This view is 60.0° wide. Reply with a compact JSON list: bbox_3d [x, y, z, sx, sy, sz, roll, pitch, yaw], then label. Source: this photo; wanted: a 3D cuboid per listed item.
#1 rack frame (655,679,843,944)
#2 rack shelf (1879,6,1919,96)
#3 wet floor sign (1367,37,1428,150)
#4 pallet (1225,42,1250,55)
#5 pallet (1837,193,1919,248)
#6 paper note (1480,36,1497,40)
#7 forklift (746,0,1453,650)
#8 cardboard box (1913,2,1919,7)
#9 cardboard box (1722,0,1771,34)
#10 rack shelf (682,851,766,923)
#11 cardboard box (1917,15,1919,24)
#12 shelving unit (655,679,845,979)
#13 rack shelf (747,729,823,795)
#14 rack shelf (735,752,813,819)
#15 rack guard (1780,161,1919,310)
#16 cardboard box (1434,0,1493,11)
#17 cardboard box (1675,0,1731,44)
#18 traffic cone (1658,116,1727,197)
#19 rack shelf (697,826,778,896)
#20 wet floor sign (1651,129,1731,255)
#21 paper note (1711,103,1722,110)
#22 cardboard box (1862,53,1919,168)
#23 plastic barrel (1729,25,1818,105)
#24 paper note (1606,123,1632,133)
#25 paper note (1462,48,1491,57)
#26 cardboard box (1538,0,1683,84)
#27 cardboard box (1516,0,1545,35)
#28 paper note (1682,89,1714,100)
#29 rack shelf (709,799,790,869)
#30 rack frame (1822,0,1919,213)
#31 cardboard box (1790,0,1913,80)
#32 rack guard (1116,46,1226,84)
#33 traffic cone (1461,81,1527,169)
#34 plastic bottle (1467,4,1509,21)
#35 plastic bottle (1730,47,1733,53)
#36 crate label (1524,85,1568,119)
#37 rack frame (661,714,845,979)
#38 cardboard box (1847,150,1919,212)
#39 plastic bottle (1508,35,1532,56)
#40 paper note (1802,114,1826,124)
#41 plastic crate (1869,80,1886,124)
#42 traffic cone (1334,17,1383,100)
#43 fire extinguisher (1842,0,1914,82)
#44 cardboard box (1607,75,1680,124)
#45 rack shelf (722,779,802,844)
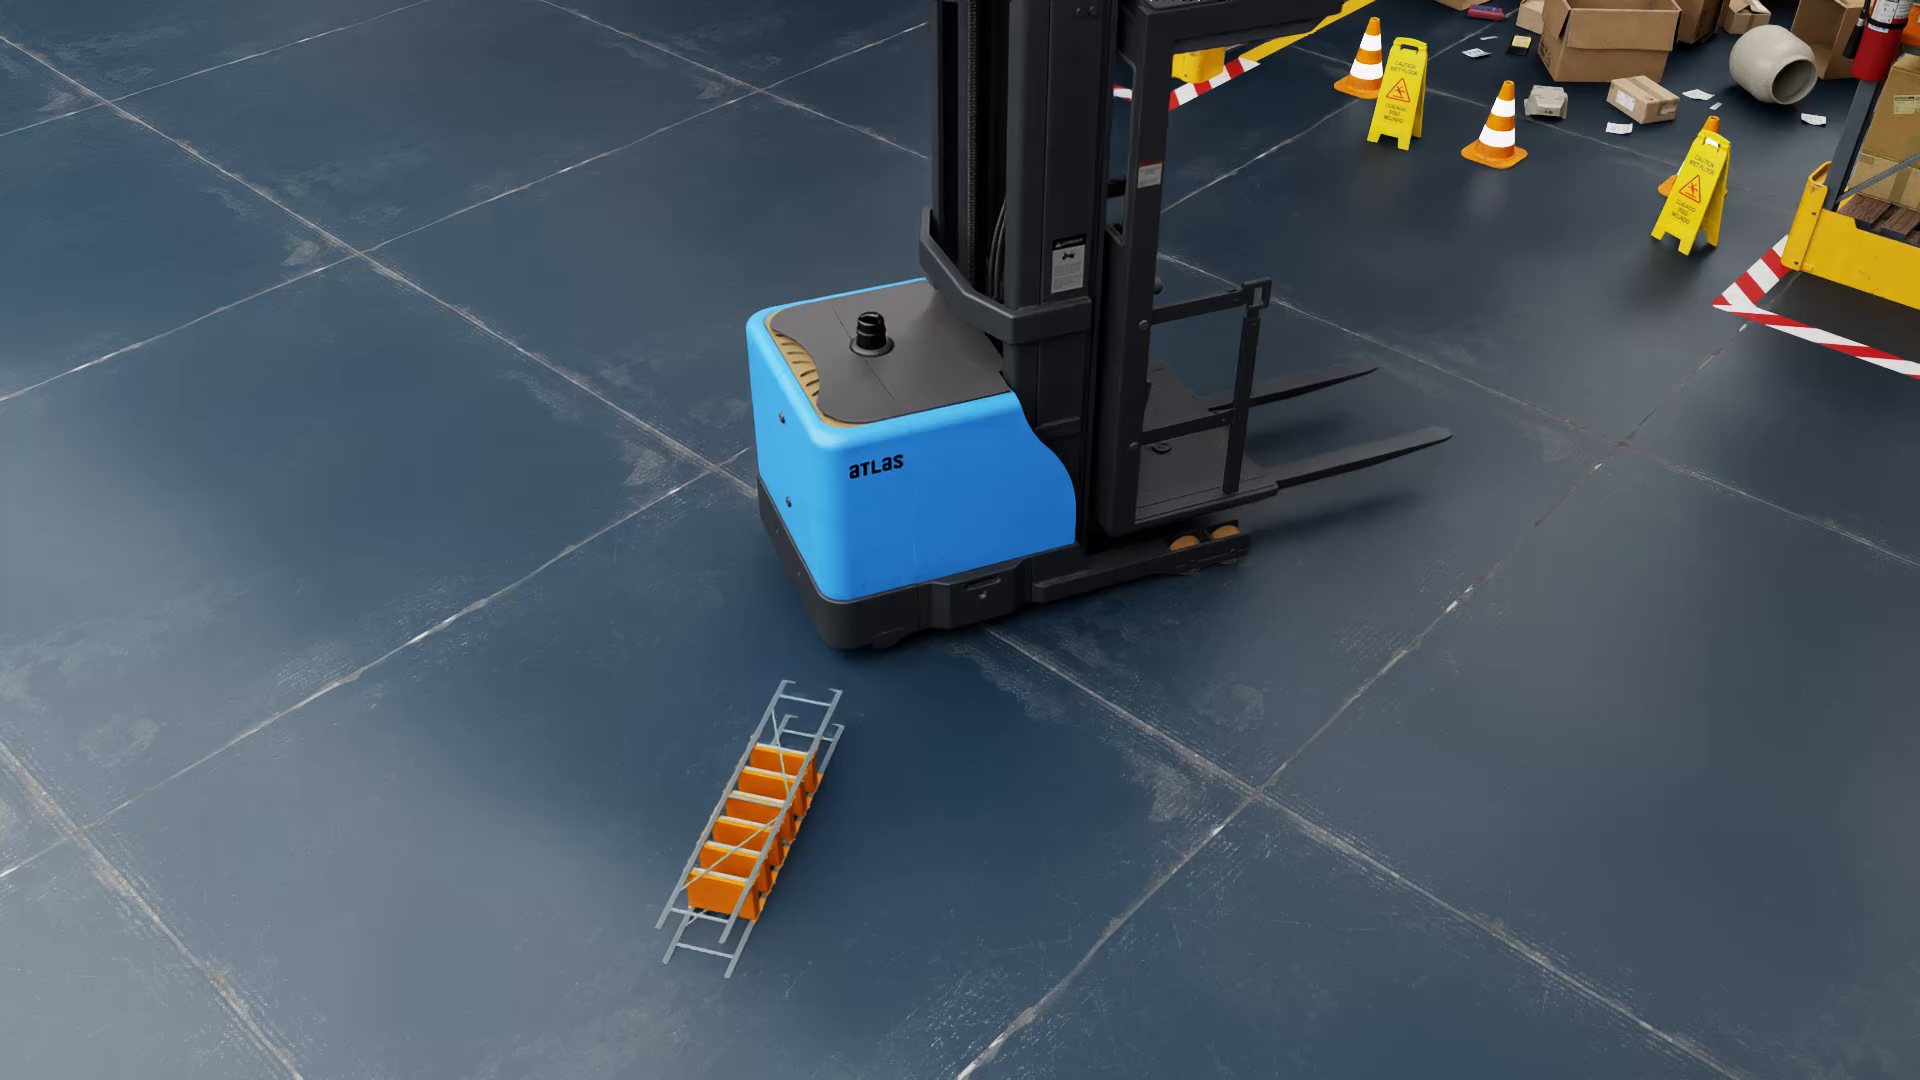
[{"bbox_3d":[-0.712,0.910,5.798,0.240,0.006,1.200,10,40,12],"label":"rack frame"},{"bbox_3d":[6.346,-3.134,9.360,1.077,0.370,4.000,30,47,32],"label":"rack shelf"},{"bbox_3d":[2.717,-2.763,10.206,0.267,0.644,0.232,22,43,25],"label":"wet floor sign"},{"bbox_3d":[1.757,-3.838,11.907,1.003,0.211,1.213,30,47,32],"label":"pallet"},{"bbox_3d":[5.622,-1.799,9.343,1.003,0.211,1.213,30,47,32],"label":"pallet"},{"bbox_3d":[3.713,-3.525,11.675,0.123,0.001,0.032,-11,40,-14],"label":"paper note"},{"bbox_3d":[0.696,-1.290,6.518,3.031,2.935,1.130,-14,41,-17],"label":"forklift"},{"bbox_3d":[5.180,-2.823,8.593,0.380,0.149,0.250,29,47,31],"label":"cardboard box"},{"bbox_3d":[5.562,-3.792,11.805,0.258,0.266,0.396,2,39,2],"label":"cardboard box"},{"bbox_3d":[-0.795,1.172,5.618,0.258,0.180,0.103,10,40,12],"label":"rack shelf"},{"bbox_3d":[5.091,-2.660,8.388,0.380,0.149,0.250,31,48,33],"label":"cardboard box"},{"bbox_3d":[-0.712,0.981,5.856,0.258,0.189,1.200,10,40,12],"label":"shelving unit"},{"bbox_3d":[-0.637,0.809,6.070,0.258,0.180,0.103,10,40,12],"label":"rack shelf"},{"bbox_3d":[-0.668,0.882,5.979,0.258,0.180,0.103,10,40,12],"label":"rack shelf"},{"bbox_3d":[5.048,-1.554,8.802,1.175,0.500,0.348,30,47,32],"label":"rack guard"},{"bbox_3d":[3.684,-4.245,12.185,0.500,0.500,0.500,-26,45,-29],"label":"cardboard box"},{"bbox_3d":[4.938,-3.876,11.611,0.797,0.637,0.503,30,47,32],"label":"cardboard box"},{"bbox_3d":[4.335,-2.243,9.700,0.336,0.463,0.334,30,47,32],"label":"traffic cone"},{"bbox_3d":[-0.763,1.099,5.709,0.258,0.180,0.103,10,40,12],"label":"rack shelf"},{"bbox_3d":[4.079,-1.938,9.168,0.232,0.644,0.267,-18,42,-21],"label":"wet floor sign"},{"bbox_3d":[4.904,-2.813,10.780,0.032,0.001,0.123,30,47,32],"label":"paper note"},{"bbox_3d":[5.345,-2.356,9.073,0.500,0.500,0.500,30,47,32],"label":"cardboard box"},{"bbox_3d":[5.273,-3.073,10.775,0.421,0.421,0.512,-5,39,-6],"label":"plastic barrel"},{"bbox_3d":[4.165,-2.605,10.502,0.148,0.019,0.142,14,41,17],"label":"paper note"},{"bbox_3d":[3.558,-3.355,11.446,0.142,0.017,0.144,-18,42,-21],"label":"paper note"},{"bbox_3d":[4.313,-3.390,11.109,0.797,0.503,0.637,2,39,2],"label":"cardboard box"},{"bbox_3d":[4.173,-3.734,11.732,0.258,0.266,0.396,-26,45,-29],"label":"cardboard box"},{"bbox_3d":[4.849,-2.928,10.917,0.142,0.019,0.148,-18,42,-21],"label":"paper note"},{"bbox_3d":[-0.731,1.027,5.799,0.258,0.180,0.103,10,40,12],"label":"rack shelf"},{"bbox_3d":[4.997,-2.497,7.980,1.000,3.000,0.127,30,47,32],"label":"rack frame"},{"bbox_3d":[5.968,-3.437,11.168,0.500,0.500,0.500,-5,39,-6],"label":"cardboard box"},{"bbox_3d":[1.259,-3.540,11.300,1.175,0.500,0.348,30,47,32],"label":"rack guard"},{"bbox_3d":[3.286,-2.553,10.089,0.336,0.463,0.334,30,47,32],"label":"traffic cone"},{"bbox_3d":[3.809,-3.792,11.970,0.283,0.061,0.133,14,41,17],"label":"plastic bottle"},{"bbox_3d":[5.441,-3.379,11.451,0.283,0.061,0.133,-26,45,-29],"label":"plastic bottle"},{"bbox_3d":[3.771,-2.813,10.678,0.250,0.136,0.298,8,39,10],"label":"crate label"},{"bbox_3d":[-0.711,1.052,5.913,0.240,0.006,1.200,10,40,12],"label":"rack frame"},{"bbox_3d":[5.360,-2.081,9.328,0.500,0.250,0.500,29,47,32],"label":"cardboard box"},{"bbox_3d":[3.886,-3.440,11.527,0.133,0.061,0.283,14,41,17],"label":"plastic bottle"},{"bbox_3d":[5.448,-2.689,10.607,0.142,0.019,0.148,14,41,17],"label":"paper note"},{"bbox_3d":[6.031,-2.815,10.726,0.402,0.080,0.583,14,41,17],"label":"plastic crate"},{"bbox_3d":[2.681,-3.184,10.882,0.336,0.463,0.334,30,47,32],"label":"traffic cone"},{"bbox_3d":[4.580,-2.608,8.182,0.296,0.674,0.183,30,47,32],"label":"fire extinguisher"},{"bbox_3d":[4.390,-2.831,10.691,0.250,0.149,0.380,-11,40,-14],"label":"cardboard box"},{"bbox_3d":[-0.700,0.954,5.889,0.258,0.180,0.103,10,40,12],"label":"rack shelf"}]
